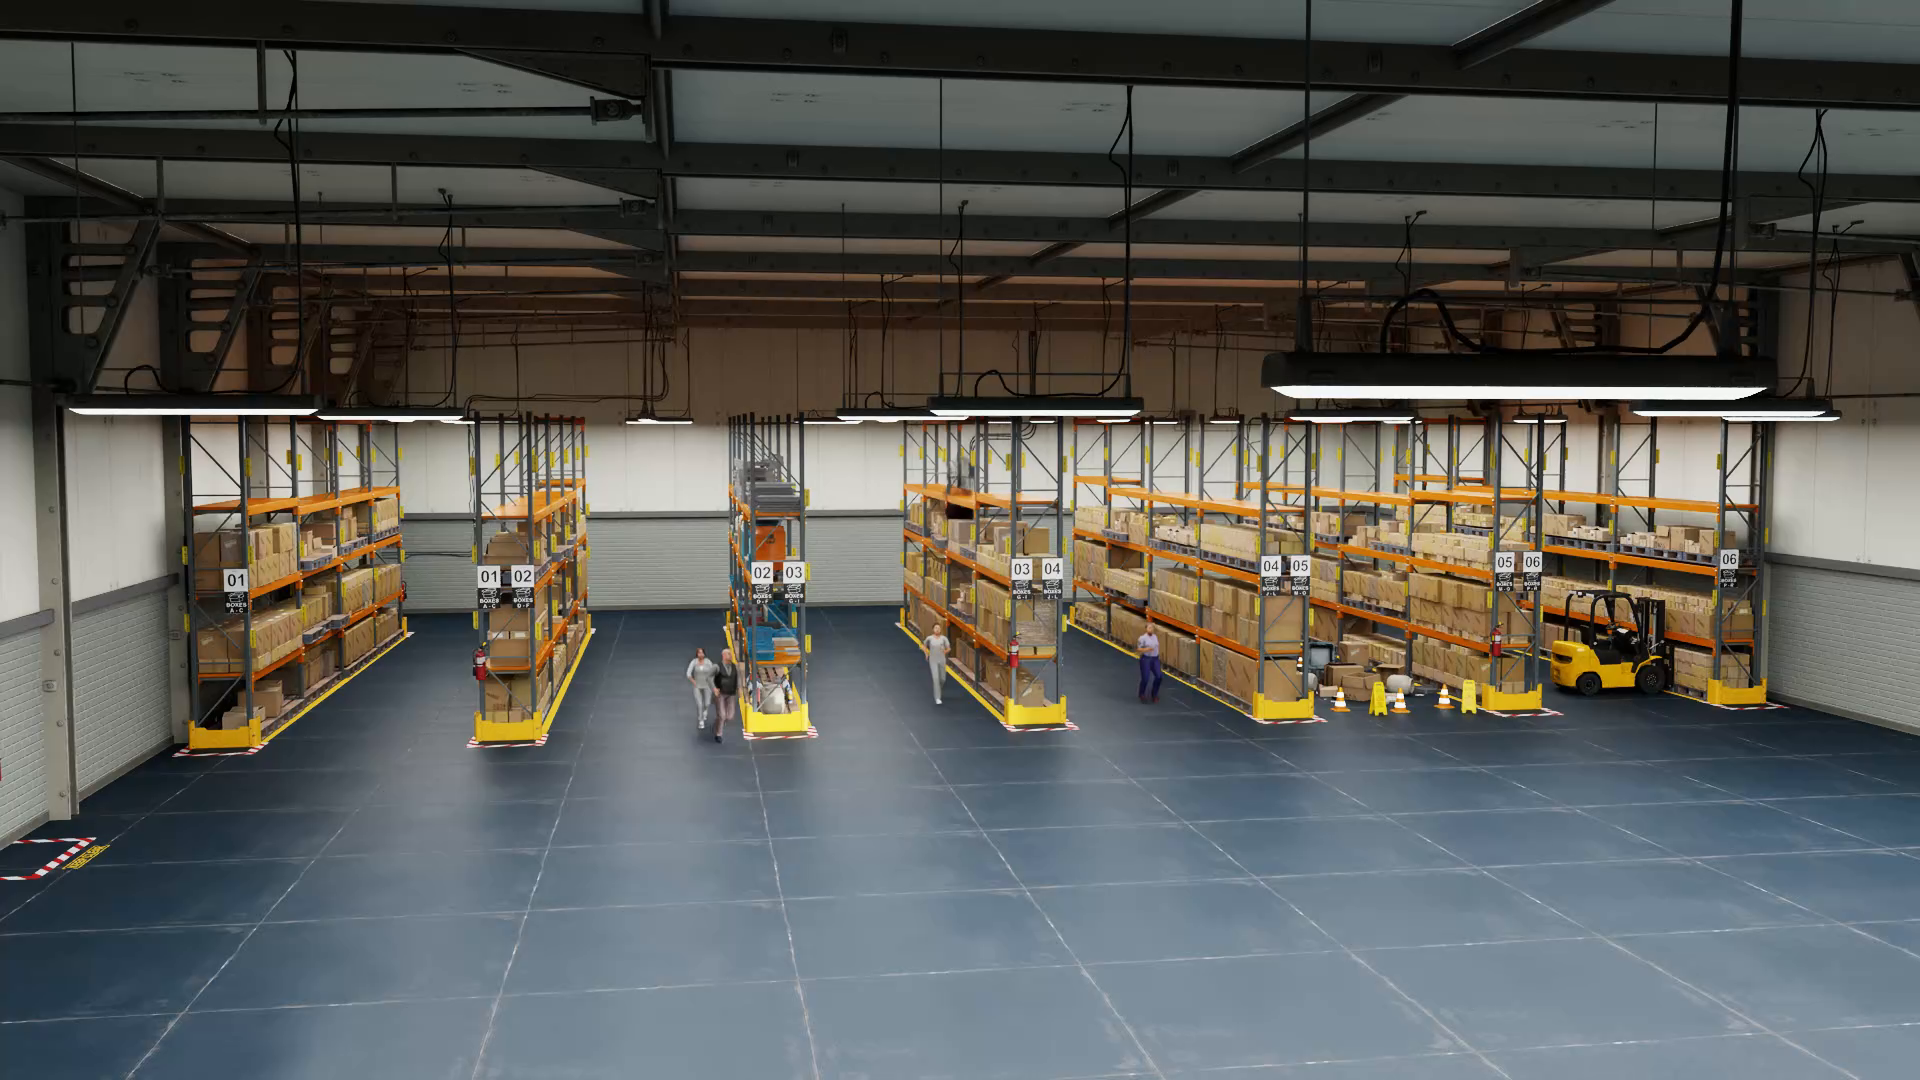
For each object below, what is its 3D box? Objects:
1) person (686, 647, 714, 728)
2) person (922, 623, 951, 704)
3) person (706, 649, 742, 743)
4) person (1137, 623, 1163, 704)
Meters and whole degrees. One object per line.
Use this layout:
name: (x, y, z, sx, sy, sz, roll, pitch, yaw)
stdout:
person: (-4.936, 2.813, 31.665, 0.540, 1.522, 0.555, -1, 4, -14)
person: (-0.480, 2.539, 34.543, 0.575, 1.643, 0.914, -1, 4, -10)
person: (-4.291, 2.831, 30.368, 0.717, 1.676, 0.536, -3, 5, -33)
person: (3.946, 2.568, 34.496, 0.582, 1.695, 0.680, -1, 4, -19)
